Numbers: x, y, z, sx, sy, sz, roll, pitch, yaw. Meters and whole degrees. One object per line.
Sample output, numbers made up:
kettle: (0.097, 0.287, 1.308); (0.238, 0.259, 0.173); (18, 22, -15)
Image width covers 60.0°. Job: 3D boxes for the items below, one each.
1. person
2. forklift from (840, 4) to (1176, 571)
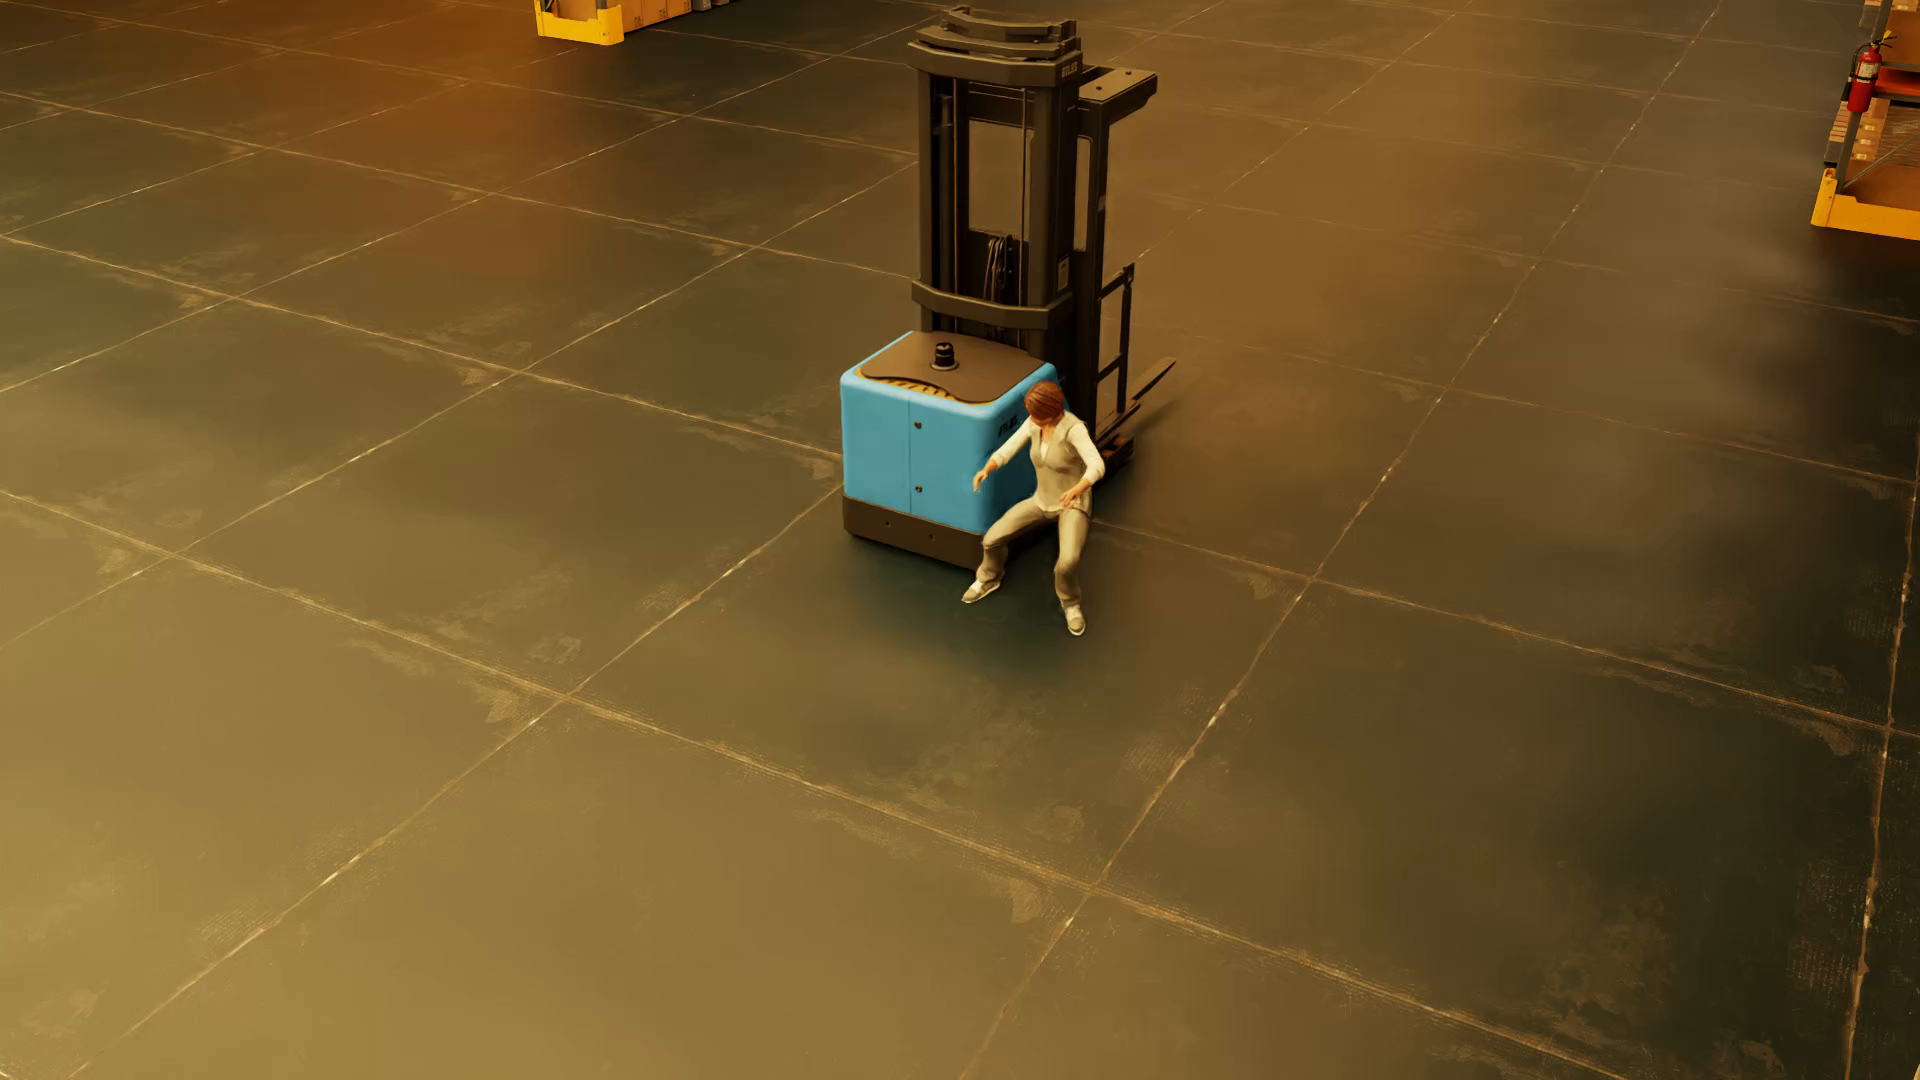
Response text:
person: (0.396, -0.154, 8.925); (0.683, 1.386, 0.857); (-26, 39, -37)
forklift: (0.477, -1.795, 10.180); (1.130, 2.935, 3.031); (16, 34, 26)
